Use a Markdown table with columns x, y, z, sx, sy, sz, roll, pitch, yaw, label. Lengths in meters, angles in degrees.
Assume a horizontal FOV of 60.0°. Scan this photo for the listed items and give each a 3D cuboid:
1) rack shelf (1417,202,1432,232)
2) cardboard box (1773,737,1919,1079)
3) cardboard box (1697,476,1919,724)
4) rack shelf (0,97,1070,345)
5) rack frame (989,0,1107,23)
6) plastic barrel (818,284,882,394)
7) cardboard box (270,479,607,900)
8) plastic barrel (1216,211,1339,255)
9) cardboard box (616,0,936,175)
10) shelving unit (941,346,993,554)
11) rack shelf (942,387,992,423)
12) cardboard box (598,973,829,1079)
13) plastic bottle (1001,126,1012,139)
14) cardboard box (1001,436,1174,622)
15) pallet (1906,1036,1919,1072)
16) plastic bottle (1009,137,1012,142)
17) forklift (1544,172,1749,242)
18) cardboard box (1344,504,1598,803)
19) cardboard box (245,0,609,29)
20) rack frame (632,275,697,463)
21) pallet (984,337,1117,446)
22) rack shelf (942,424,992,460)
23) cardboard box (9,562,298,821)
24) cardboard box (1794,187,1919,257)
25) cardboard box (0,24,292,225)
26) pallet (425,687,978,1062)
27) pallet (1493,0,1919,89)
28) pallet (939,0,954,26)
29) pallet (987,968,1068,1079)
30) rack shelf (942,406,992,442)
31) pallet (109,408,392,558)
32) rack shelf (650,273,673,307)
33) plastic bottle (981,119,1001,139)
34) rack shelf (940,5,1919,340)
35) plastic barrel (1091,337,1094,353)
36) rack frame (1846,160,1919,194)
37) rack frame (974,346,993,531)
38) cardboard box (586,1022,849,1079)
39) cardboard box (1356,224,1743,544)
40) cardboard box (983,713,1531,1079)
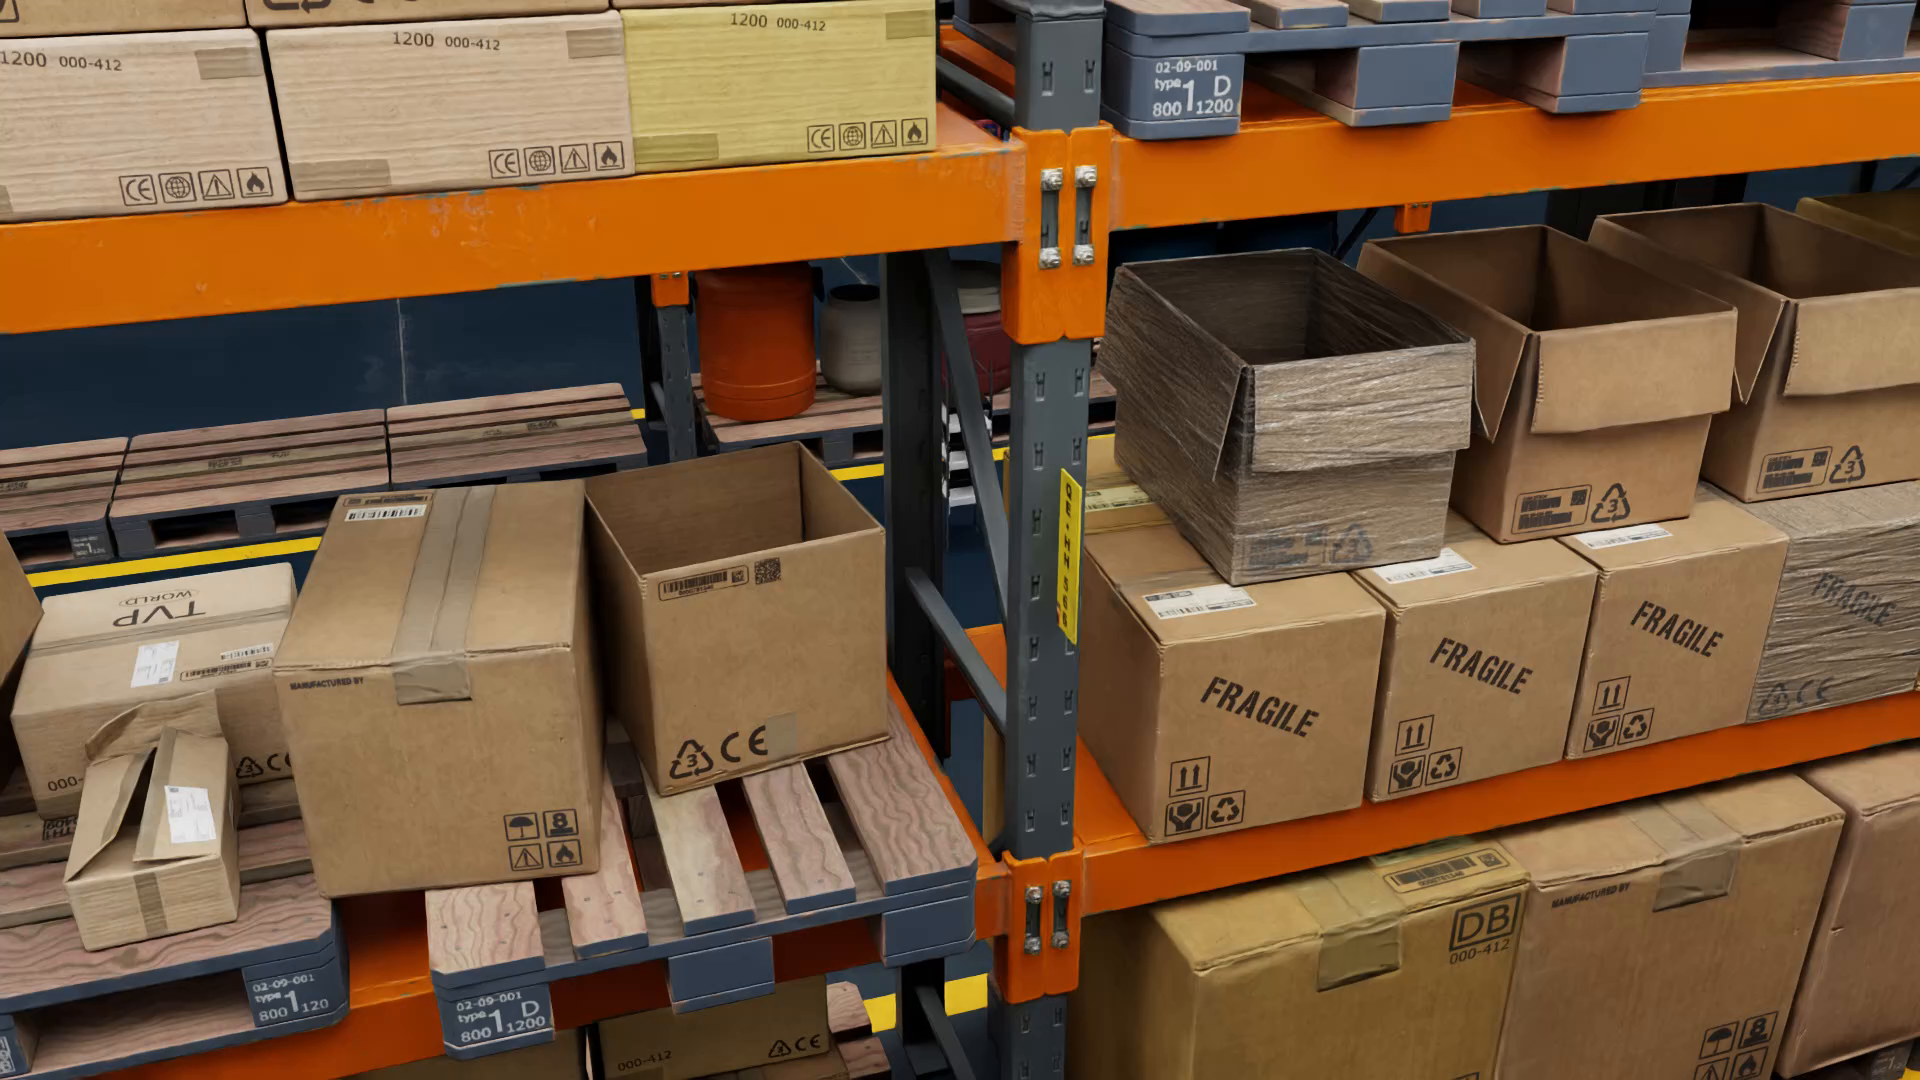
| x | y | z | sx | sy | sz | roll | pitch | yaw | label |
| --- | --- | --- | --- | --- | --- | --- | --- | --- | --- |
| 4.196 | -2.312 | 9.842 | 4.000 | 0.370 | 1.077 | -8 | 28 | -16 | rack shelf |
| 2.376 | 0.719 | 4.845 | 0.875 | 0.875 | 1.225 | -9 | 28 | -18 | cardboard box |
| 2.023 | 0.078 | 4.107 | 0.500 | 0.500 | 0.500 | -8 | 28 | -16 | cardboard box |
| -1.877 | -0.459 | 2.738 | 4.000 | 0.370 | 1.077 | -8 | 28 | -16 | rack shelf |
| 0.024 | -2.401 | 2.466 | 0.127 | 3.000 | 1.000 | -8 | 28 | -16 | rack frame |
| -0.540 | -1.072 | 8.861 | 0.421 | 0.512 | 0.421 | 0 | 26 | 0 | plastic barrel |
| -0.976 | 0.264 | 3.260 | 0.500 | 0.500 | 0.700 | -4 | 27 | -8 | cardboard box |
| 1.771 | -1.539 | 9.364 | 0.708 | 0.901 | 0.600 | -8 | 28 | -16 | plastic barrel |
| -0.352 | -0.821 | 2.825 | 0.500 | 0.250 | 0.500 | -8 | 28 | -16 | cardboard box |
| 0.008 | -0.404 | 7.552 | 0.210 | 0.900 | 0.258 | -8 | 28 | -16 | shelving unit |
| 0.008 | -0.616 | 7.447 | 0.200 | 0.077 | 0.258 | -8 | 28 | -16 | rack shelf |
| -0.603 | 0.978 | 3.879 | 0.500 | 0.250 | 0.500 | -7 | 27 | -14 | cardboard box |
| 0.297 | -2.227 | 8.918 | 0.185 | 0.351 | 0.144 | -8 | 28 | -16 | plastic bottle |
| 0.417 | 0.069 | 4.125 | 0.500 | 0.500 | 0.500 | -7 | 27 | -15 | cardboard box |
| 3.117 | 1.123 | 5.251 | 1.213 | 0.211 | 1.003 | -8 | 28 | -16 | pallet |
| 0.321 | -1.866 | 8.275 | 0.135 | 0.276 | 0.152 | -8 | 28 | -16 | plastic bottle |
| 2.738 | -0.614 | 5.690 | 3.031 | 2.935 | 1.130 | 14 | 30 | 26 | forklift |
| 1.061 | 0.218 | 3.825 | 0.500 | 0.500 | 0.500 | -9 | 28 | -17 | cardboard box |
| -0.836 | -1.079 | 2.502 | 0.500 | 0.500 | 0.500 | -8 | 28 | -16 | cardboard box |
| -1.509 | -1.808 | 8.018 | 0.127 | 3.000 | 1.000 | -8 | 28 | -16 | rack frame |
| 0.385 | -0.851 | 9.227 | 1.213 | 0.211 | 1.003 | -8 | 28 | -16 | pallet |
| 0.008 | -0.455 | 7.527 | 0.200 | 0.077 | 0.258 | -8 | 28 | -16 | rack shelf |
| -1.640 | 0.299 | 3.470 | 0.500 | 0.250 | 0.500 | -9 | 28 | -18 | cardboard box |
| 2.567 | -0.577 | 4.299 | 0.637 | 0.503 | 0.797 | -8 | 27 | -16 | cardboard box |
| -1.298 | -0.679 | 2.539 | 0.500 | 0.250 | 0.500 | -7 | 27 | -15 | cardboard box |
| -0.620 | 0.516 | 3.554 | 1.003 | 0.211 | 1.213 | -8 | 28 | -16 | pallet |
| 1.683 | -1.239 | 3.711 | 1.213 | 0.211 | 1.003 | -7 | 27 | -14 | pallet |
| -0.030 | -4.303 | 13.261 | 1.213 | 0.211 | 1.003 | -8 | 28 | -16 | pallet |
| 0.797 | 1.459 | 4.574 | 1.213 | 0.211 | 1.003 | -8 | 28 | -16 | pallet |
| 0.008 | -0.536 | 7.487 | 0.200 | 0.077 | 0.258 | -8 | 28 | -16 | rack shelf |
| -3.416 | -0.302 | 8.121 | 1.213 | 0.211 | 1.003 | -8 | 28 | -16 | pallet |
| -3.411 | -1.210 | 7.623 | 4.000 | 0.370 | 1.077 | -8 | 28 | -16 | rack shelf |
| 0.151 | -2.167 | 8.873 | 0.133 | 0.283 | 0.061 | -8 | 28 | -16 | plastic bottle |
| 1.926 | -1.010 | 3.847 | 4.000 | 0.370 | 1.077 | -8 | 28 | -16 | rack shelf |
| 0.534 | -1.227 | 9.174 | 0.421 | 0.512 | 0.421 | 0 | 26 | 0 | plastic barrel |
| 6.097 | -2.909 | 10.237 | 0.127 | 3.000 | 1.000 | -8 | 28 | -16 | rack frame |
| 0.104 | -0.418 | 7.580 | 0.006 | 0.900 | 0.240 | -8 | 28 | -16 | rack frame |
| -0.606 | 1.310 | 4.055 | 0.500 | 0.500 | 0.700 | -10 | 28 | -19 | cardboard box |
| 1.345 | -0.390 | 3.922 | 0.637 | 0.503 | 0.797 | -8 | 27 | -15 | cardboard box |
| 0.687 | 0.964 | 4.352 | 0.875 | 0.875 | 1.225 | -10 | 28 | -18 | cardboard box |
